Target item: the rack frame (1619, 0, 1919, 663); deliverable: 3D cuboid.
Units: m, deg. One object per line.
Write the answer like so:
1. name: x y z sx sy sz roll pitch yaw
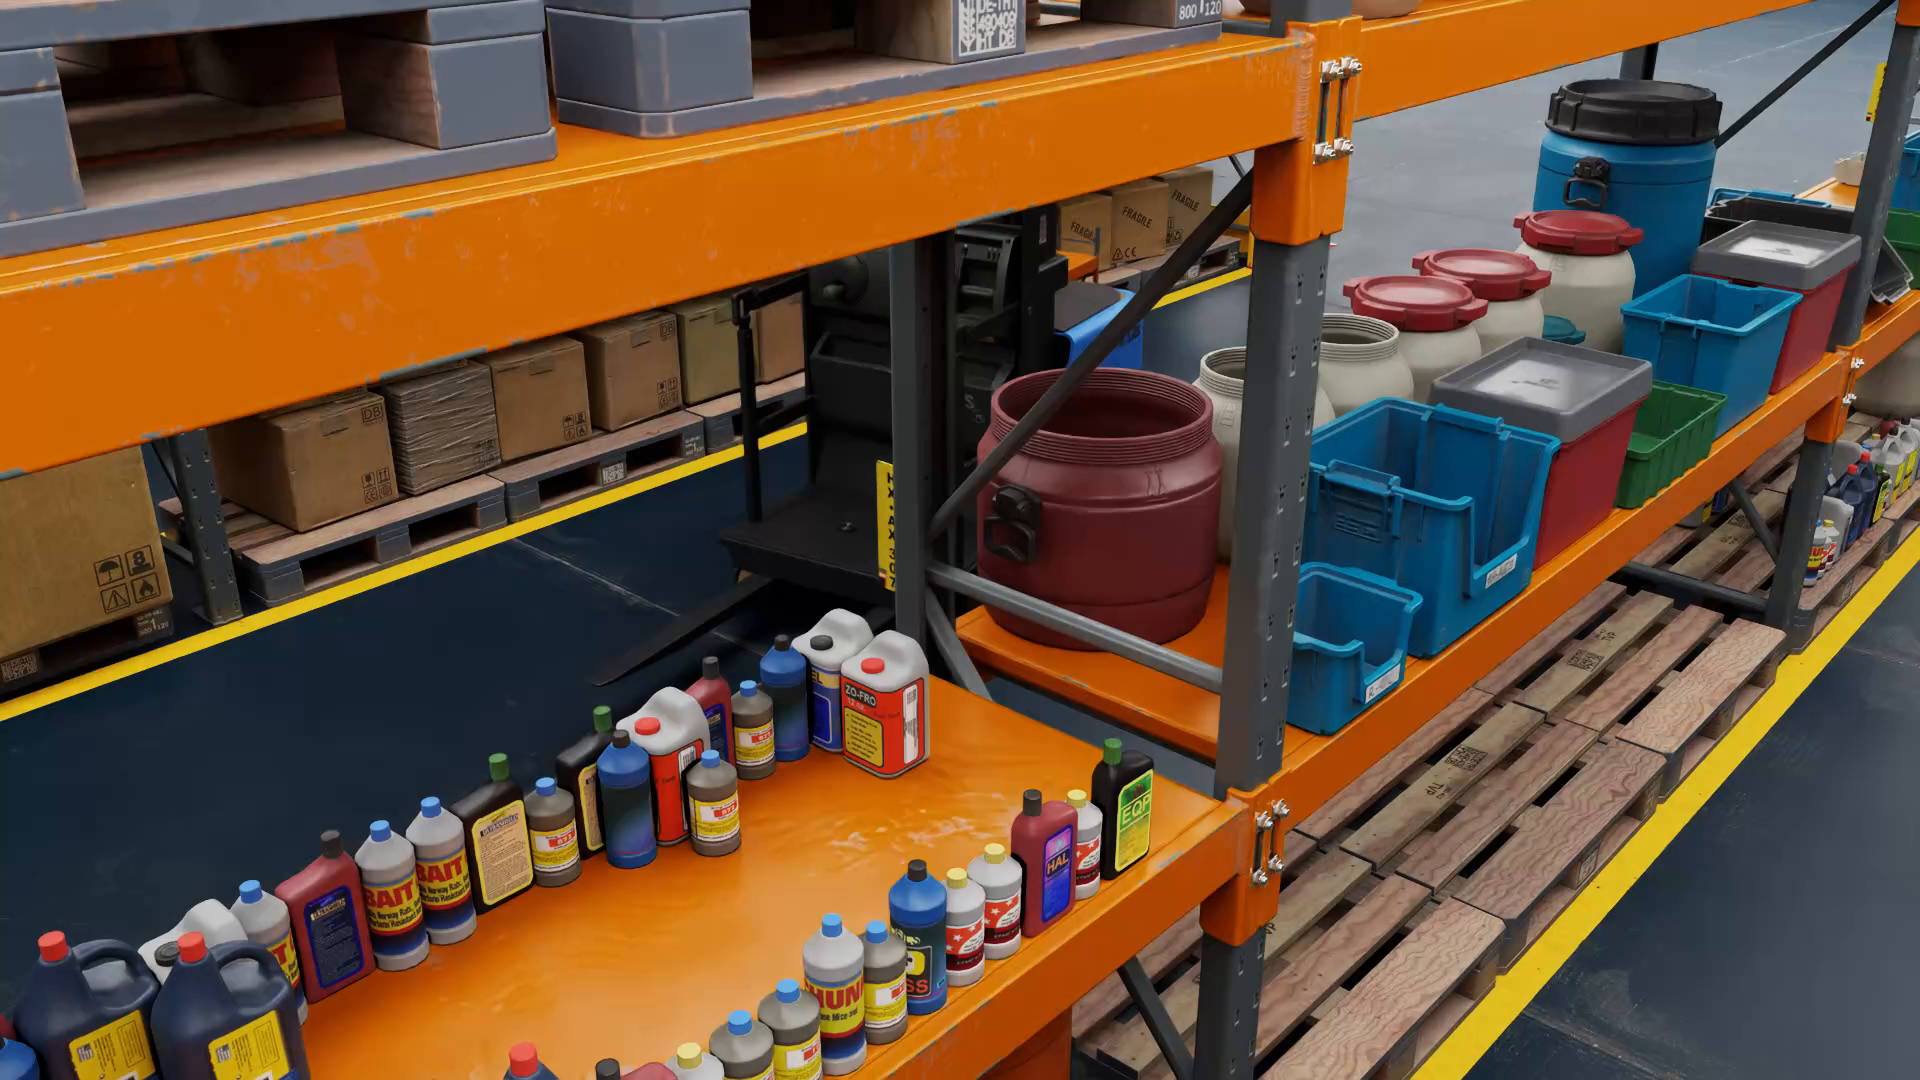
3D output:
1. rack frame: 2.926 -1.022 6.362 1.000 3.000 0.127 20 31 38

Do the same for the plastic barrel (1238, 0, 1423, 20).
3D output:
1. plastic barrel: 0.692 -1.234 3.032 0.421 0.512 0.421 0 24 0

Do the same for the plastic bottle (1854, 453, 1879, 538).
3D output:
1. plastic bottle: 3.900 -0.204 7.238 0.144 0.351 0.185 19 30 35

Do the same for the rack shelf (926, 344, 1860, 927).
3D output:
1. rack shelf: 1.592 -0.084 5.151 1.077 0.370 4.000 20 31 38

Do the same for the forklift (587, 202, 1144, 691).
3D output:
1. forklift: -0.309 -1.084 6.584 1.130 2.935 3.031 13 27 27

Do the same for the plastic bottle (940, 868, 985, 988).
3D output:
1. plastic bottle: -0.005 0.658 2.860 0.097 0.201 0.097 0 24 0

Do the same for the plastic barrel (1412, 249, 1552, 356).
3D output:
1. plastic barrel: 1.635 -0.629 5.319 0.433 0.535 0.433 0 24 0

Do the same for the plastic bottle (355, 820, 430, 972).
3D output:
1. plastic bottle: -0.987 0.609 2.883 0.097 0.271 0.097 0 24 0

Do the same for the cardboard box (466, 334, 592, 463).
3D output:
1. cardboard box: -2.265 -0.772 8.324 0.500 0.500 0.700 -21 32 -39

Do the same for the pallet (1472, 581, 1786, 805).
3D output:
1. pallet: 2.431 0.501 6.376 1.003 0.211 1.213 20 31 38

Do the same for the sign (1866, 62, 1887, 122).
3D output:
1. sign: 5.189 -2.518 9.362 0.100 0.325 0.005 20 31 38

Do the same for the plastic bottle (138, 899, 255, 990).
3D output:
1. plastic bottle: -1.198 0.720 2.630 0.152 0.276 0.135 20 31 38

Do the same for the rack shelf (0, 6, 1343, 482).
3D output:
1. rack shelf: -1.078 -0.234 1.819 1.077 0.370 4.000 20 31 38

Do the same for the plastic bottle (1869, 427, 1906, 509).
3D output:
1. plastic bottle: 4.184 -0.333 7.527 0.144 0.351 0.185 20 31 37

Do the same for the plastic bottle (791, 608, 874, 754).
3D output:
1. plastic bottle: -0.273 0.297 3.572 0.152 0.276 0.135 20 31 38

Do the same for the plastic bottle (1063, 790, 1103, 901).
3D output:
1. plastic bottle: 0.214 0.558 3.083 0.097 0.201 0.097 0 24 0

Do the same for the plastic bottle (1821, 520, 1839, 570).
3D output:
1. plastic bottle: 3.601 0.015 6.933 0.097 0.201 0.097 0 24 0

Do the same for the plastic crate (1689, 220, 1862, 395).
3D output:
1. plastic crate: 2.831 -0.820 5.834 0.402 0.464 0.583 20 31 38

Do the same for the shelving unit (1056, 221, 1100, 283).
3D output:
1. shelving unit: 0.471 -0.950 8.403 0.258 1.200 0.503 13 27 27

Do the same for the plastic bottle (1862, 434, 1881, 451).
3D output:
1. plastic bottle: 4.310 -0.402 7.862 0.097 0.201 0.097 0 24 0

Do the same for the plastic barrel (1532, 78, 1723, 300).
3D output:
1. plastic barrel: 2.443 -1.215 6.182 0.600 0.901 0.708 20 31 38

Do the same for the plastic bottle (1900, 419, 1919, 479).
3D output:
1. plastic bottle: 4.508 -0.450 7.878 0.152 0.276 0.135 20 31 38

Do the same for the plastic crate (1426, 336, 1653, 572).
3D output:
1. plastic crate: 1.563 -0.241 4.543 0.402 0.464 0.583 20 31 38

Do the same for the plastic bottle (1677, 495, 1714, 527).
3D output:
1. plastic bottle: 3.249 -0.249 7.340 0.144 0.351 0.185 20 31 38

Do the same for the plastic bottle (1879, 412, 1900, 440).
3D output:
1. plastic bottle: 4.428 -0.482 7.941 0.061 0.283 0.133 20 31 38

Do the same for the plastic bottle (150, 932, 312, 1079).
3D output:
1. plastic bottle: -1.105 0.734 2.508 0.144 0.351 0.185 20 31 38

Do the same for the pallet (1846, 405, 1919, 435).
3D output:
1. pallet: 5.034 -0.686 9.022 1.003 0.211 1.213 20 31 38

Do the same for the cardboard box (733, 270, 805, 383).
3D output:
1. cardboard box: -1.188 -1.253 9.396 0.700 0.500 0.500 17 29 34

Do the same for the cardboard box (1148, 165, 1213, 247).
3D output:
1. cardboard box: 1.478 -2.458 12.108 0.500 0.500 0.500 -17 29 -34

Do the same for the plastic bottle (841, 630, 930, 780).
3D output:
1. plastic bottle: -0.159 0.339 3.480 0.152 0.276 0.135 20 31 38

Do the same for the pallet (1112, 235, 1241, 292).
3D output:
1. pallet: 1.288 -2.059 12.085 1.003 0.211 1.213 20 31 38

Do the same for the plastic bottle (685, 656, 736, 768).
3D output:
1. plastic bottle: -0.526 0.381 3.375 0.061 0.283 0.133 20 31 38

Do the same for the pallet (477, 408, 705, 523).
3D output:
1. pallet: -2.095 -0.491 8.586 1.003 0.211 1.213 20 31 38

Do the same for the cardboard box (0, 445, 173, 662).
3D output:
1. cardboard box: -3.908 -0.173 6.553 1.225 0.875 0.875 18 30 35

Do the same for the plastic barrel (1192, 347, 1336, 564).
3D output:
1. plastic barrel: 0.784 -0.226 4.451 0.421 0.512 0.421 0 24 0

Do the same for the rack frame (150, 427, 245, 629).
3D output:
1. rack frame: -3.432 -1.155 6.661 1.000 3.000 0.127 20 31 38

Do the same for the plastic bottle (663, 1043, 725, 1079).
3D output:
1. plastic bottle: -0.395 0.835 2.463 0.097 0.201 0.097 0 24 0

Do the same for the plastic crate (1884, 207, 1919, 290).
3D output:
1. plastic crate: 4.043 -1.262 7.156 0.450 0.188 0.662 20 31 38

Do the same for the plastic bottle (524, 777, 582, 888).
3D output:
1. plastic bottle: -0.768 0.541 3.121 0.097 0.201 0.097 0 24 0

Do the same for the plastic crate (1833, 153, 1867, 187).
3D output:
1. plastic crate: 4.759 -1.935 8.722 0.298 0.136 0.250 20 31 38
